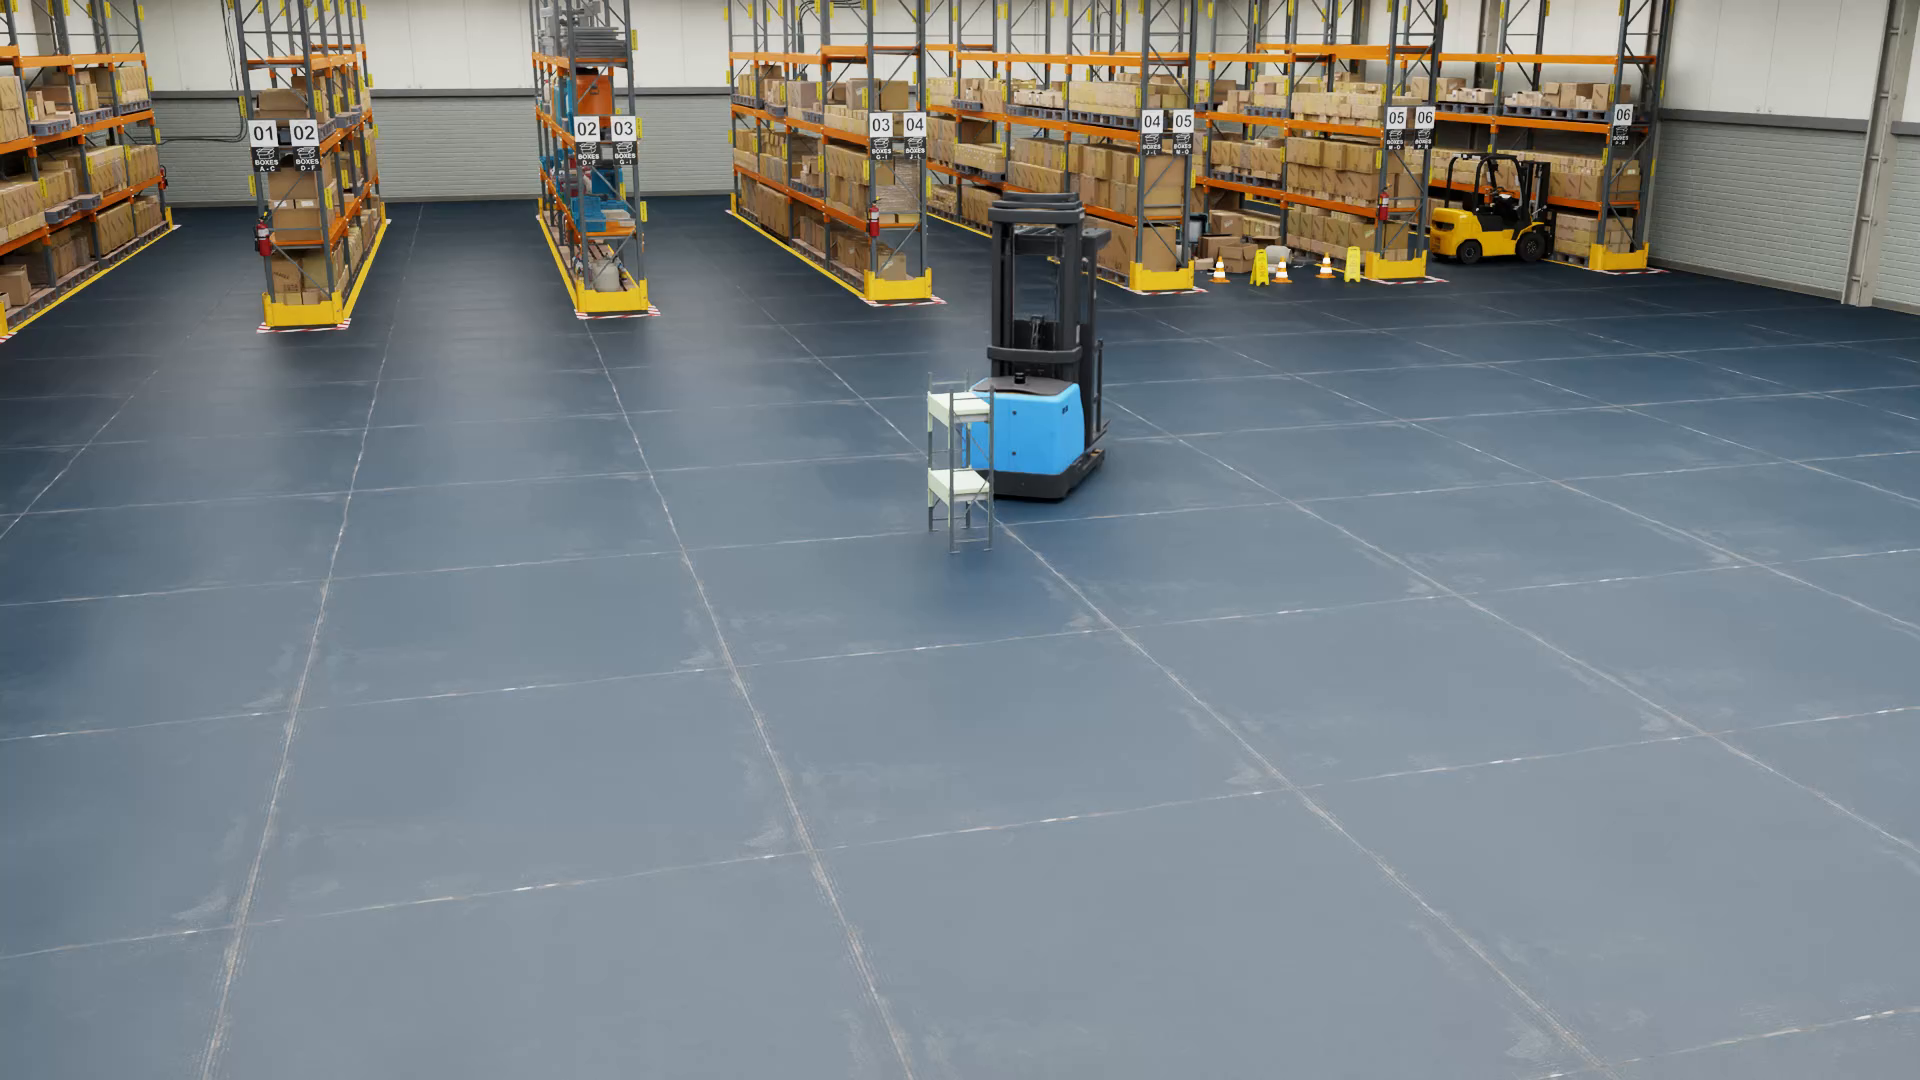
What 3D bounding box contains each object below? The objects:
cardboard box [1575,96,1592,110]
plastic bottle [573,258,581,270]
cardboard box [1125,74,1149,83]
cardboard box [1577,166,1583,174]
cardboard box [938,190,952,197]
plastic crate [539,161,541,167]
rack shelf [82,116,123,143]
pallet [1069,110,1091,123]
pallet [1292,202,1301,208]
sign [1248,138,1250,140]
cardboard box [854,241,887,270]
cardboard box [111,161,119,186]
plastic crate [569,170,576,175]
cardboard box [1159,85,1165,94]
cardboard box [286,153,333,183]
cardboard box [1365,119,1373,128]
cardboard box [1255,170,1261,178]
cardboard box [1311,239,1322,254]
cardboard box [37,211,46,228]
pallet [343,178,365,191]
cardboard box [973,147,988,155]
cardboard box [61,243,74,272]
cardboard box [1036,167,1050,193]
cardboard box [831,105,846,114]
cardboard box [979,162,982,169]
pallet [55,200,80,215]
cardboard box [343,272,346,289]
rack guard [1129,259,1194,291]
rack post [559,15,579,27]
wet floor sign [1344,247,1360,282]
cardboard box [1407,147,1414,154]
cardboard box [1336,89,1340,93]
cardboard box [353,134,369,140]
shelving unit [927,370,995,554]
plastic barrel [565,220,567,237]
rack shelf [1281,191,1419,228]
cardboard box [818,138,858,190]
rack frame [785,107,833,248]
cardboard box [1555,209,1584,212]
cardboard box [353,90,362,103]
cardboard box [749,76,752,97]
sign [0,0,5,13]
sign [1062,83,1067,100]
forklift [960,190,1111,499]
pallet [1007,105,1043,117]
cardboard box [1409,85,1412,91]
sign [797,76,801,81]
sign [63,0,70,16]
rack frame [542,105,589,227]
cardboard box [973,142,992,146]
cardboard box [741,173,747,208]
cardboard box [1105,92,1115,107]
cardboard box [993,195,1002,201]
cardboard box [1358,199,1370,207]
[{"bbox_3d":[12.628,-8.806,33.468,0.396,0.266,0.258,-5,17,-15],"label":"cardboard box"},{"bbox_3d":[-7.163,-5.144,31.129,0.152,0.276,0.135,-4,17,-13],"label":"plastic bottle"},{"bbox_3d":[4.747,-11.941,43.491,0.797,0.503,0.637,-3,17,-11],"label":"cardboard box"},{"bbox_3d":[12.742,-7.487,33.658,0.380,0.149,0.250,-4,17,-14],"label":"cardboard box"},{"bbox_3d":[-0.361,-8.969,43.087,0.380,0.149,0.250,-5,18,-17],"label":"cardboard box"},{"bbox_3d":[-10.482,-9.479,41.948,0.250,0.136,0.298,-5,17,-15],"label":"plastic crate"},{"bbox_3d":[-18.118,-8.416,34.089,1.077,0.370,4.000,-5,17,-15],"label":"rack shelf"},{"bbox_3d":[2.830,-8.370,32.841,1.003,0.211,1.213,-5,17,-15],"label":"pallet"},{"bbox_3d":[9.732,-9.083,45.122,1.003,0.211,1.213,-5,17,-15],"label":"pallet"},{"bbox_3d":[6.767,-9.291,39.091,0.100,0.325,0.005,-5,17,-15],"label":"sign"},{"bbox_3d":[-1.699,-5.406,31.647,0.500,0.500,0.500,-6,18,-20],"label":"cardboard box"},{"bbox_3d":[-18.019,-7.689,34.908,0.500,0.500,0.500,-5,17,-15],"label":"cardboard box"},{"bbox_3d":[-9.133,-8.703,39.362,0.396,0.136,0.243,-5,17,-15],"label":"plastic crate"},{"bbox_3d":[3.861,-8.231,30.370,0.380,0.149,0.250,-5,17,-15],"label":"cardboard box"},{"bbox_3d":[-11.580,-6.604,29.591,0.700,0.500,0.500,-5,17,-15],"label":"cardboard box"},{"bbox_3d":[7.979,-7.975,31.808,0.380,0.149,0.250,-5,17,-15],"label":"cardboard box"},{"bbox_3d":[6.706,-8.037,36.498,0.380,0.149,0.250,-5,17,-15],"label":"cardboard box"},{"bbox_3d":[7.555,-6.029,34.156,0.500,0.250,0.500,-5,17,-16],"label":"cardboard box"},{"bbox_3d":[-16.048,-5.495,28.554,0.500,0.250,0.500,-5,17,-15],"label":"cardboard box"},{"bbox_3d":[-13.346,-7.609,35.700,1.003,0.211,1.213,-5,17,-15],"label":"pallet"},{"bbox_3d":[0.516,-9.205,39.351,0.380,0.149,0.250,-4,17,-14],"label":"cardboard box"},{"bbox_3d":[-17.127,-5.302,31.268,0.700,0.500,0.500,-5,17,-16],"label":"cardboard box"},{"bbox_3d":[1.937,-7.654,35.342,0.500,0.500,0.500,-5,17,-15],"label":"cardboard box"},{"bbox_3d":[-2.250,-8.212,31.728,0.380,0.149,0.250,-6,18,-18],"label":"cardboard box"},{"bbox_3d":[0.660,-8.774,38.952,0.380,0.149,0.250,-5,18,-18],"label":"cardboard box"},{"bbox_3d":[-16.985,-6.134,30.791,1.003,0.211,1.213,-5,17,-15],"label":"pallet"},{"bbox_3d":[-11.091,-4.554,29.245,0.500,0.250,0.500,-5,17,-15],"label":"cardboard box"},{"bbox_3d":[3.721,-4.893,30.670,1.175,0.500,0.348,-5,17,-15],"label":"rack guard"},{"bbox_3d":[-8.351,-10.882,34.937,0.624,0.289,0.986,-5,17,-15],"label":"rack post"},{"bbox_3d":[7.469,-5.251,31.610,0.267,0.644,0.232,1,17,4],"label":"wet floor sign"},{"bbox_3d":[10.898,-9.296,39.681,0.380,0.149,0.250,-4,17,-14],"label":"cardboard box"},{"bbox_3d":[9.808,-11.467,42.528,0.380,0.149,0.250,-4,17,-14],"label":"cardboard box"},{"bbox_3d":[-13.907,-9.092,38.391,0.500,0.500,0.500,-5,18,-17],"label":"cardboard box"},{"bbox_3d":[0.002,-0.716,15.028,0.431,1.500,0.755,-5,17,-15],"label":"shelving unit"},{"bbox_3d":[-8.435,-6.846,36.423,0.421,0.512,0.421,0,17,0],"label":"plastic barrel"},{"bbox_3d":[7.896,-6.725,33.673,1.077,0.370,4.000,-5,17,-15],"label":"rack shelf"},{"bbox_3d":[-2.265,-7.558,33.425,1.000,1.000,1.000,-5,17,-15],"label":"cardboard box"},{"bbox_3d":[-3.281,-7.945,36.487,1.000,3.000,0.127,-5,17,-15],"label":"rack frame"},{"bbox_3d":[12.865,-6.840,35.118,0.500,0.250,0.500,-5,17,-16],"label":"cardboard box"},{"bbox_3d":[-13.801,-10.028,37.597,0.500,0.250,0.500,-5,17,-15],"label":"cardboard box"},{"bbox_3d":[-4.797,-11.146,40.851,0.700,0.500,0.500,-4,17,-12],"label":"cardboard box"},{"bbox_3d":[-18.101,-10.122,31.406,0.100,0.325,0.005,-5,17,-15],"label":"sign"},{"bbox_3d":[2.096,-8.992,33.313,0.100,0.325,0.005,-5,17,-15],"label":"sign"},{"bbox_3d":[0.937,-2.195,17.462,1.130,2.935,3.031,5,18,17],"label":"forklift"},{"bbox_3d":[1.744,-9.482,36.716,1.213,0.211,1.003,-4,17,-13],"label":"pallet"},{"bbox_3d":[11.142,-11.017,40.548,0.380,0.149,0.250,-5,17,-15],"label":"cardboard box"},{"bbox_3d":[-3.861,-10.932,39.771,0.100,0.325,0.005,-5,17,-15],"label":"sign"},{"bbox_3d":[-17.050,-10.175,31.719,0.100,0.325,0.005,-5,17,-15],"label":"sign"},{"bbox_3d":[-9.142,-8.660,38.866,1.000,3.000,0.127,-5,17,-15],"label":"rack frame"},{"bbox_3d":[0.523,-9.763,41.848,0.500,0.500,0.500,-5,17,-16],"label":"cardboard box"},{"bbox_3d":[-5.227,-9.171,43.530,0.875,0.875,0.875,-5,17,-15],"label":"cardboard box"},{"bbox_3d":[3.037,-8.244,31.105,0.500,0.250,0.500,-5,17,-16],"label":"cardboard box"},{"bbox_3d":[1.076,-7.841,38.451,0.500,0.250,0.500,-5,17,-17],"label":"cardboard box"},{"bbox_3d":[7.961,-6.544,32.256,0.380,0.149,0.250,-5,17,-16],"label":"cardboard box"}]
